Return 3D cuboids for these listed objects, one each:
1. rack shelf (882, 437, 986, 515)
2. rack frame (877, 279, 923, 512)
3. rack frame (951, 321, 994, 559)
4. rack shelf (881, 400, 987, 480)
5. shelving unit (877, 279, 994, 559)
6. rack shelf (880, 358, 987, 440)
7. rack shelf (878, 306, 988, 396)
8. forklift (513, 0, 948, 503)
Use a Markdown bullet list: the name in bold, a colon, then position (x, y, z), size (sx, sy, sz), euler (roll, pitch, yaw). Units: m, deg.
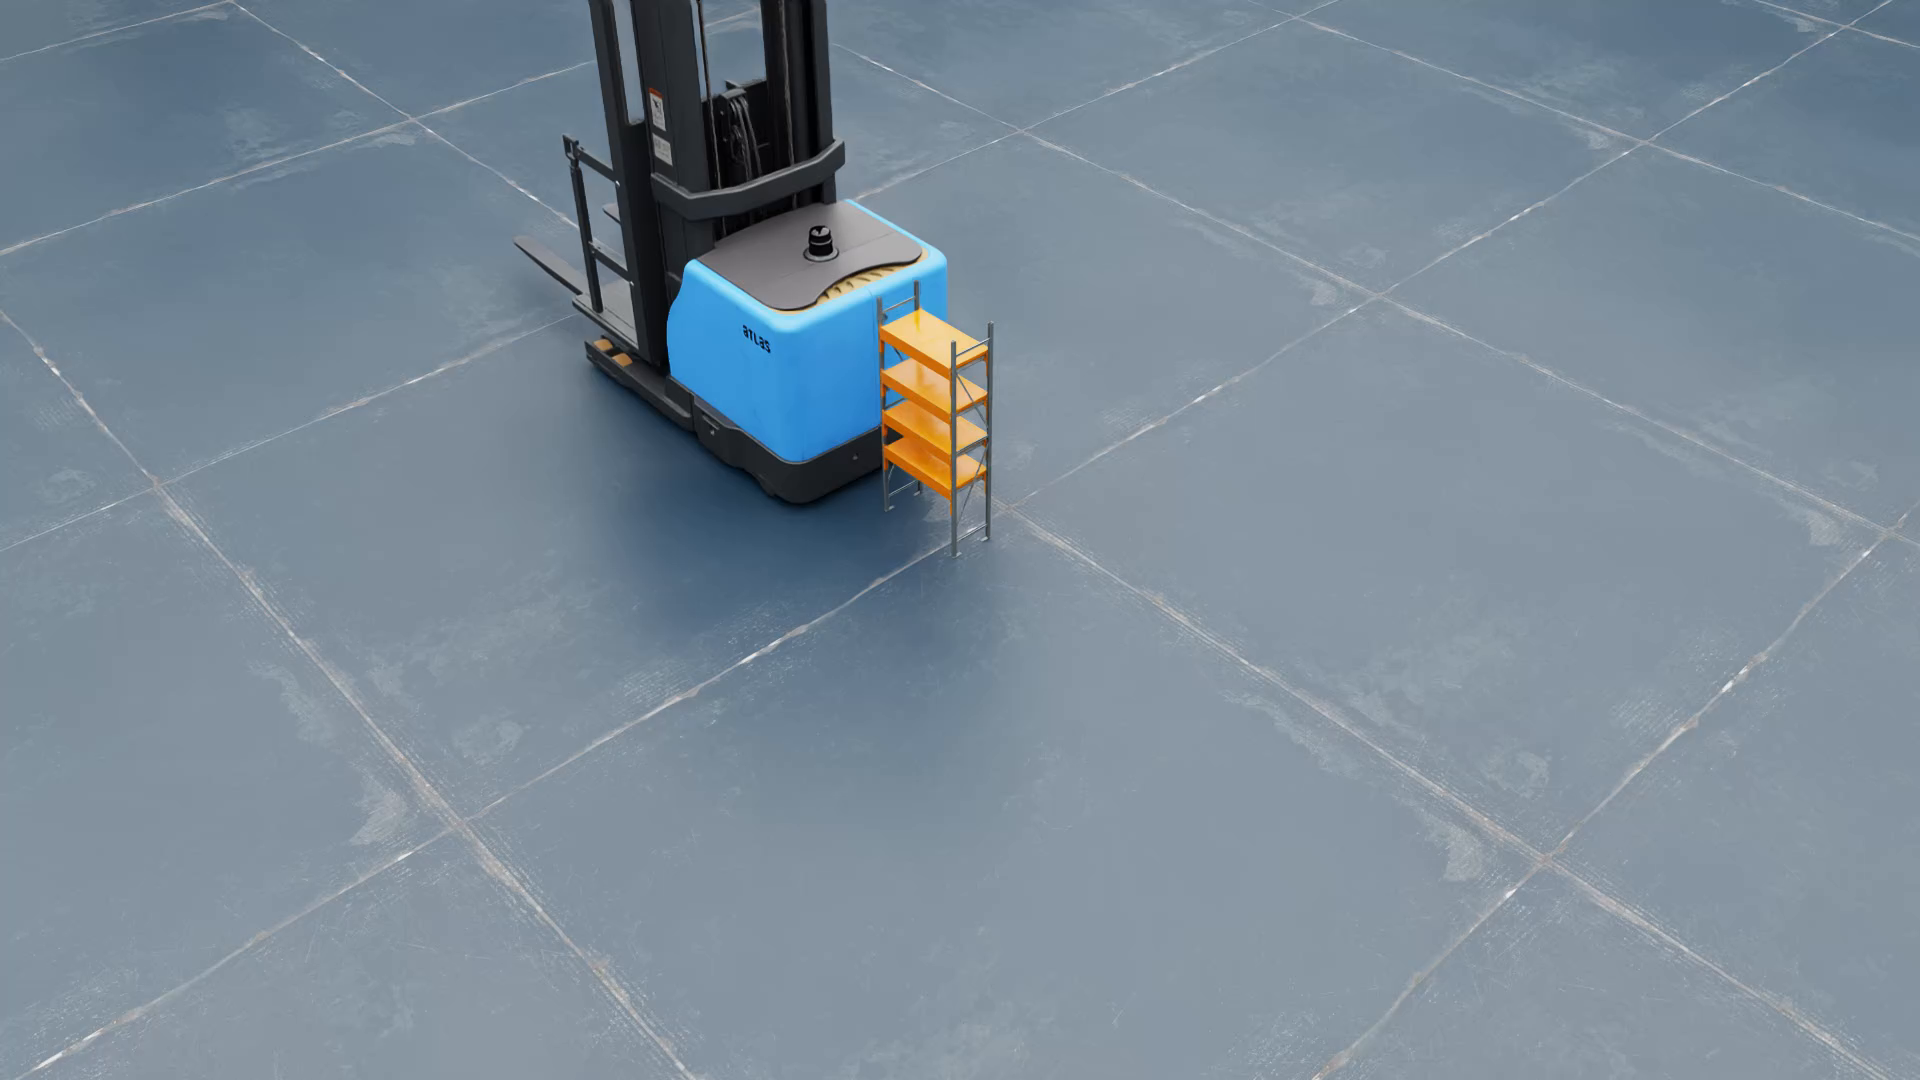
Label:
- **rack shelf**: position (-0.112, -0.337, 7.843), size (0.258, 0.148, 0.480), euler (-30, 48, -32)
- **rack frame**: position (-0.277, -0.656, 7.816), size (0.240, 1.200, 0.015), euler (-30, 48, -32)
- **rack frame**: position (0.053, -0.430, 7.536), size (0.240, 1.200, 0.015), euler (-30, 48, -32)
- **rack shelf**: position (-0.112, -0.491, 7.718), size (0.258, 0.148, 0.480), euler (-30, 48, -32)
- **shelving unit**: position (-0.112, -0.543, 7.676), size (0.258, 1.200, 0.503), euler (-30, 48, -32)
- **rack shelf**: position (-0.112, -0.665, 7.577), size (0.258, 0.148, 0.480), euler (-30, 48, -32)
- **rack shelf**: position (-0.112, -0.849, 7.429), size (0.258, 0.148, 0.480), euler (-30, 48, -32)
- **forklift**: position (-1.392, -2.168, 8.309), size (1.130, 2.935, 3.031), euler (-29, 47, -31)
